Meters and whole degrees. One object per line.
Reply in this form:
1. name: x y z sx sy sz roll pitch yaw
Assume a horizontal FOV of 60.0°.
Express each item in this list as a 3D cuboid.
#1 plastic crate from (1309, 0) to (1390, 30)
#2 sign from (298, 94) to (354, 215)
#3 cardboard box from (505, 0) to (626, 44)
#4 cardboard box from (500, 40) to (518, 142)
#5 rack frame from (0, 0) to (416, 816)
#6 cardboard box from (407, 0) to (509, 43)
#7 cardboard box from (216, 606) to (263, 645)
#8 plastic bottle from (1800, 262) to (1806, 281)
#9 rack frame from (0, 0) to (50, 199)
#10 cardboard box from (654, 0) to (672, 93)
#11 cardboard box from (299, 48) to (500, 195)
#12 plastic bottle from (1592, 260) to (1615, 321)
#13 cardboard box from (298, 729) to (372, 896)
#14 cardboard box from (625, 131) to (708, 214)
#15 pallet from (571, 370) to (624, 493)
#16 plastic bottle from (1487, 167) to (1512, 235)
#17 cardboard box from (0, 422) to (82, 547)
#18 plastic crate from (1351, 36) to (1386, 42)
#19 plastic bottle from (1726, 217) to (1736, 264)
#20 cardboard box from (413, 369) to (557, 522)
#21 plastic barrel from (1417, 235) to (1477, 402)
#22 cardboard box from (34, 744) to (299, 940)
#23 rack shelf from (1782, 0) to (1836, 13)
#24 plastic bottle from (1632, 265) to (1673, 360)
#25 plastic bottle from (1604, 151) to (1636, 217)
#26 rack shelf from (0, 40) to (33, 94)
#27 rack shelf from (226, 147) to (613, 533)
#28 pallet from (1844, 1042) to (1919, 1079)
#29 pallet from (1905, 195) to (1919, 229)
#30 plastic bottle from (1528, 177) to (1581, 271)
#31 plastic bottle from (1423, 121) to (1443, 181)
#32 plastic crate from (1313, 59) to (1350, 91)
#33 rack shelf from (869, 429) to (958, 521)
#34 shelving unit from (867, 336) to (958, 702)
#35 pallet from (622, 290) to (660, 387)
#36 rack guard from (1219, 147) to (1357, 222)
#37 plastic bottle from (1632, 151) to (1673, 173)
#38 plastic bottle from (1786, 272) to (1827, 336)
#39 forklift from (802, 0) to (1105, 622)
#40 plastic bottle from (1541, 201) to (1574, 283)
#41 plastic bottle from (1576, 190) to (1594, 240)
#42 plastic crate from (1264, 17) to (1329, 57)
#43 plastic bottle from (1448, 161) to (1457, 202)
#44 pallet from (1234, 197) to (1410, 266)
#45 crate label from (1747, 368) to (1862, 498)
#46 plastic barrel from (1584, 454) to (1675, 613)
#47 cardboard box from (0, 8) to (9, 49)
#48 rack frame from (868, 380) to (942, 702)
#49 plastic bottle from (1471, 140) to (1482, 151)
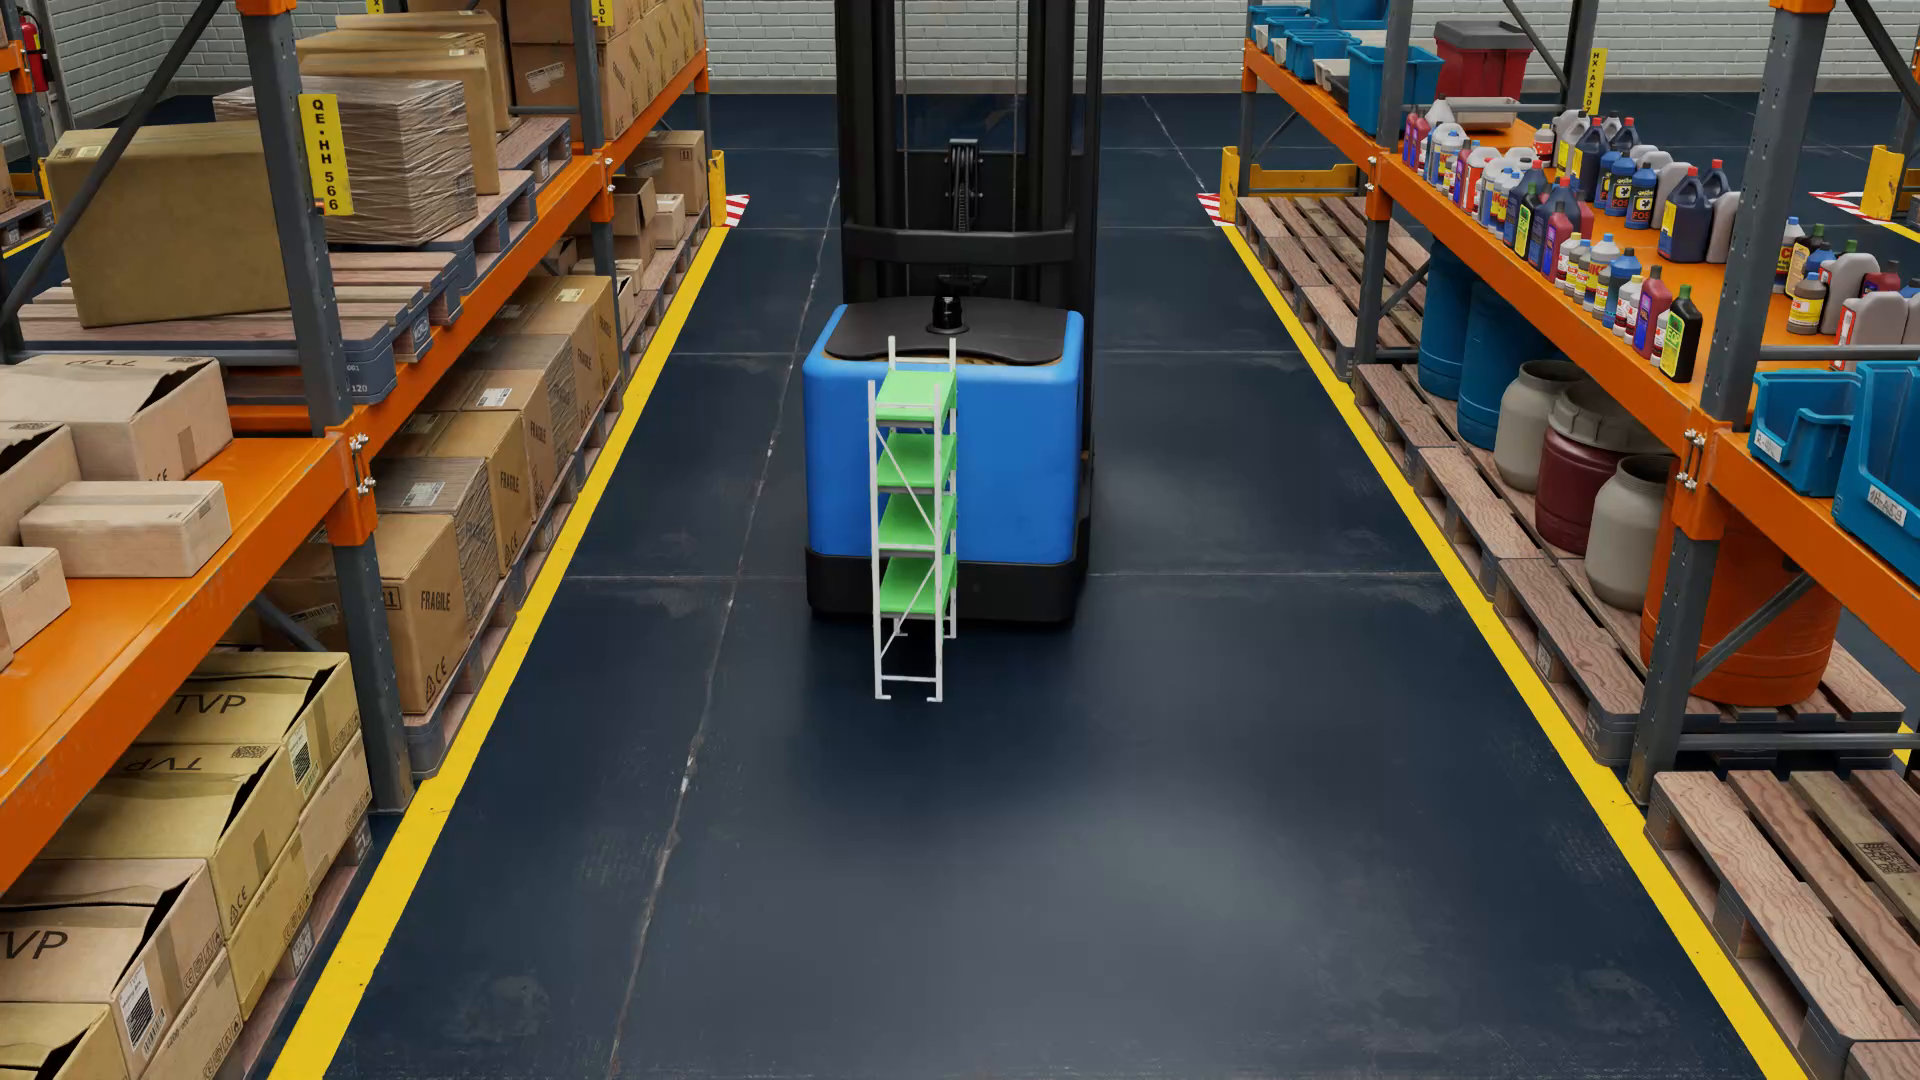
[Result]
1. plastic crate: 2.783 -3.734 11.751 0.616 0.435 0.499 0 24 -1
2. sign: -1.718 -1.042 4.509 0.100 0.325 0.005 0 24 -1
3. cardboard box: -2.041 -2.856 8.589 0.500 0.500 0.500 0 24 1
4. cardboard box: -2.579 -2.409 8.816 0.500 0.500 0.500 0 24 0
5. rack frame: -2.273 -0.511 4.739 1.000 3.000 0.127 0 24 -1
6. cardboard box: -2.581 -2.867 8.615 0.500 0.500 0.500 0 24 0
7. cardboard box: -2.518 0.043 6.014 0.500 0.500 0.500 1 24 2
8. plastic bottle: 3.018 -0.914 5.873 0.097 0.201 0.097 0 24 0
9. rack frame: -7.314 -3.784 11.976 1.000 3.000 0.127 0 24 -1
10. cardboard box: -2.069 -3.043 10.216 0.500 0.500 0.500 -1 24 -1
11. cardboard box: -2.236 -1.668 6.668 0.700 0.500 0.500 -6 25 -14
12. plastic bottle: 2.260 -0.869 5.772 0.097 0.201 0.097 0 24 0
13. cardboard box: -2.024 0.766 4.743 0.500 0.250 0.500 0 24 1
14. cardboard box: -2.108 -2.646 11.960 0.500 0.500 0.500 0 24 -1
15. pallet: -2.270 -0.553 8.218 1.003 0.211 1.213 0 24 -1
16. plastic bottle: 2.247 -1.404 6.870 0.097 0.271 0.097 0 24 0
17. cardboard box: -2.457 -0.101 3.941 0.500 0.311 0.500 -1 24 -1
18. plastic crate: 2.771 -3.281 11.111 0.396 0.136 0.243 0 24 -1
19. plastic bottle: 3.012 -1.176 6.367 0.097 0.271 0.097 0 24 0
20. cardboard box: -2.015 -0.399 6.991 0.500 0.500 0.500 -1 24 -2
21. plastic barrel: 2.625 -1.191 8.280 0.600 0.901 0.708 0 24 -1
22. cardboard box: -2.009 0.724 4.156 0.500 0.311 0.500 -1 24 -1
23. rack shelf: 2.702 -0.746 2.493 1.077 0.370 4.000 0 24 -1
24. plastic bottle: 2.246 -0.738 5.384 0.061 0.283 0.133 0 24 -1
25. plastic bottle: 2.850 -1.538 7.167 0.097 0.271 0.097 0 24 0
26. rack shelf: -7.292 -2.632 10.302 1.077 0.370 4.000 0 24 -1
27. rack shelf: -2.295 -1.007 6.710 1.077 0.370 4.000 0 24 -1
28. pallet: 2.660 1.560 3.545 1.003 0.211 1.213 0 24 -1
29. pallet: 7.632 -2.251 11.970 1.003 0.211 1.213 0 24 -1
30. plastic bottle: 2.276 -1.211 6.347 0.144 0.351 0.185 0 24 -1
31. plastic bottle: 2.236 -1.826 7.803 0.097 0.271 0.097 0 24 0
32. plastic crate: 2.317 -2.803 10.055 0.293 0.136 0.466 0 24 -1
33. rack shelf: -0.159 -0.235 5.886 0.258 0.148 0.480 2 24 5
34. shelving unit: -0.159 -0.075 5.959 0.258 1.200 0.503 2 24 5
35. pallet: -2.324 -1.171 9.584 1.003 0.211 1.213 0 24 -1
36. rack guard: 2.579 -2.699 12.611 1.175 0.500 0.348 0 24 -1
37. plastic bottle: 2.975 -1.549 7.184 0.152 0.276 0.135 0 24 -1
38. plastic bottle: 2.869 -0.803 5.627 0.097 0.201 0.097 0 24 0
39. forklift: 0.063 -1.593 7.215 1.130 2.935 3.031 2 24 5
40. plastic bottle: 2.236 -1.114 6.215 0.061 0.283 0.133 0 24 -1
41. plastic bottle: 2.378 -1.191 6.385 0.061 0.283 0.133 0 24 -1
42. plastic crate: 2.273 -3.405 11.268 0.416 0.233 0.300 0 24 -1
43. plastic bottle: 2.240 -1.618 7.428 0.097 0.201 0.097 0 24 0
44. pallet: 2.563 -2.218 11.897 1.003 0.211 1.213 0 24 -1
45. crate label: 2.310 -0.280 4.432 0.303 0.233 0.416 0 24 -1
46. plastic barrel: 2.562 -0.023 6.171 0.421 0.512 0.421 0 24 0
47. cardboard box: -7.298 -3.710 11.449 0.980 0.700 0.700 1 24 2
48. rack frame: -0.184 0.026 5.738 0.240 1.200 0.015 2 24 5
49. plastic bottle: 2.389 -1.754 7.730 0.097 0.201 0.097 0 24 0
